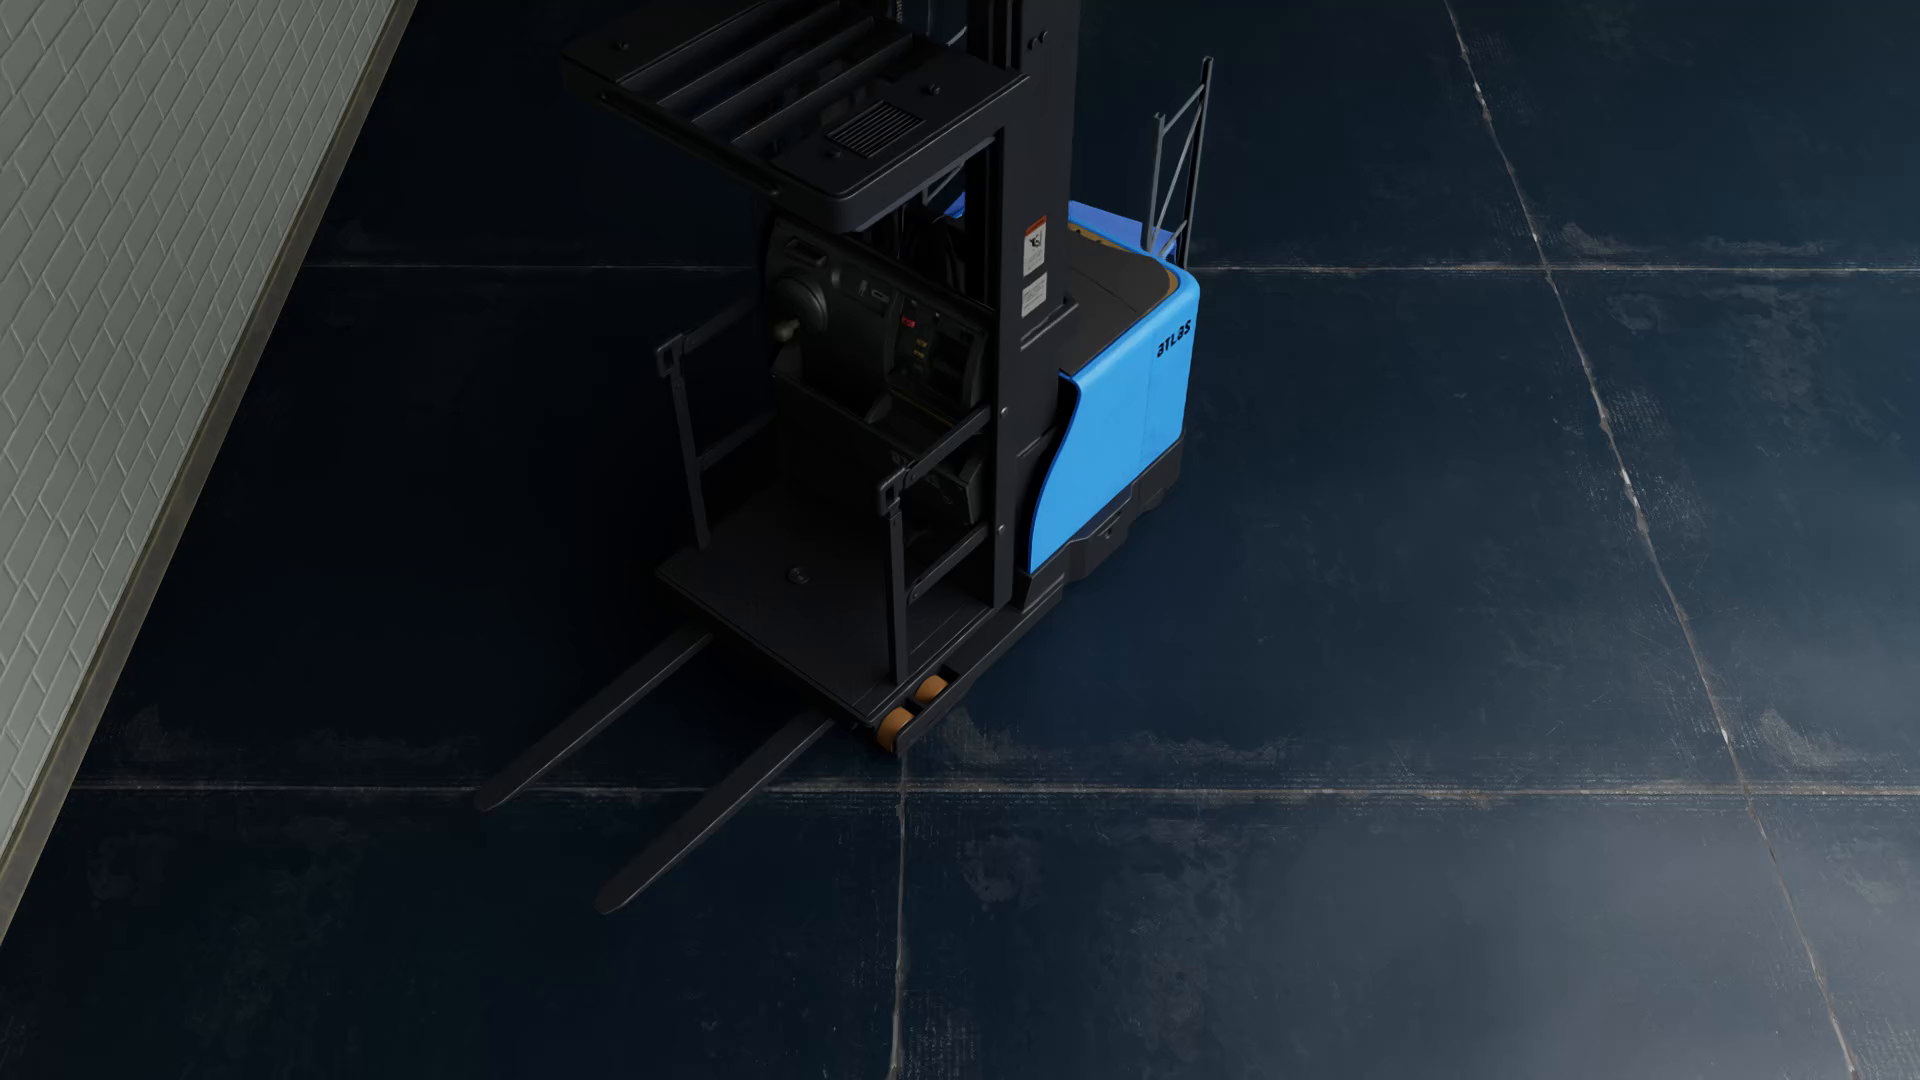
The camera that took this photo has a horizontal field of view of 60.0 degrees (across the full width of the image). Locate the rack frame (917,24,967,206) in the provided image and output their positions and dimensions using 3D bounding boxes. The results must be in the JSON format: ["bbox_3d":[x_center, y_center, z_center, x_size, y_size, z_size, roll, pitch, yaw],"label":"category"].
[{"bbox_3d":[-0.046,-1.558,7.171,0.032,1.500,0.500,22,50,19],"label":"rack frame"}]

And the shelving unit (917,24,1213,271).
[{"bbox_3d":[0.399,-1.378,7.003,1.048,1.500,0.538,22,50,19],"label":"shelving unit"}]

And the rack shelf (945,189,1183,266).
[{"bbox_3d":[0.397,-1.254,7.133,1.000,0.185,0.538,22,50,19],"label":"rack shelf"}]

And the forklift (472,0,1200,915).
[{"bbox_3d":[-0.421,-0.648,5.350,1.130,2.935,3.031,32,55,26],"label":"forklift"}]

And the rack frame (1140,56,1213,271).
[{"bbox_3d":[0.843,-1.197,6.835,0.032,1.500,0.500,22,50,19],"label":"rack frame"}]
